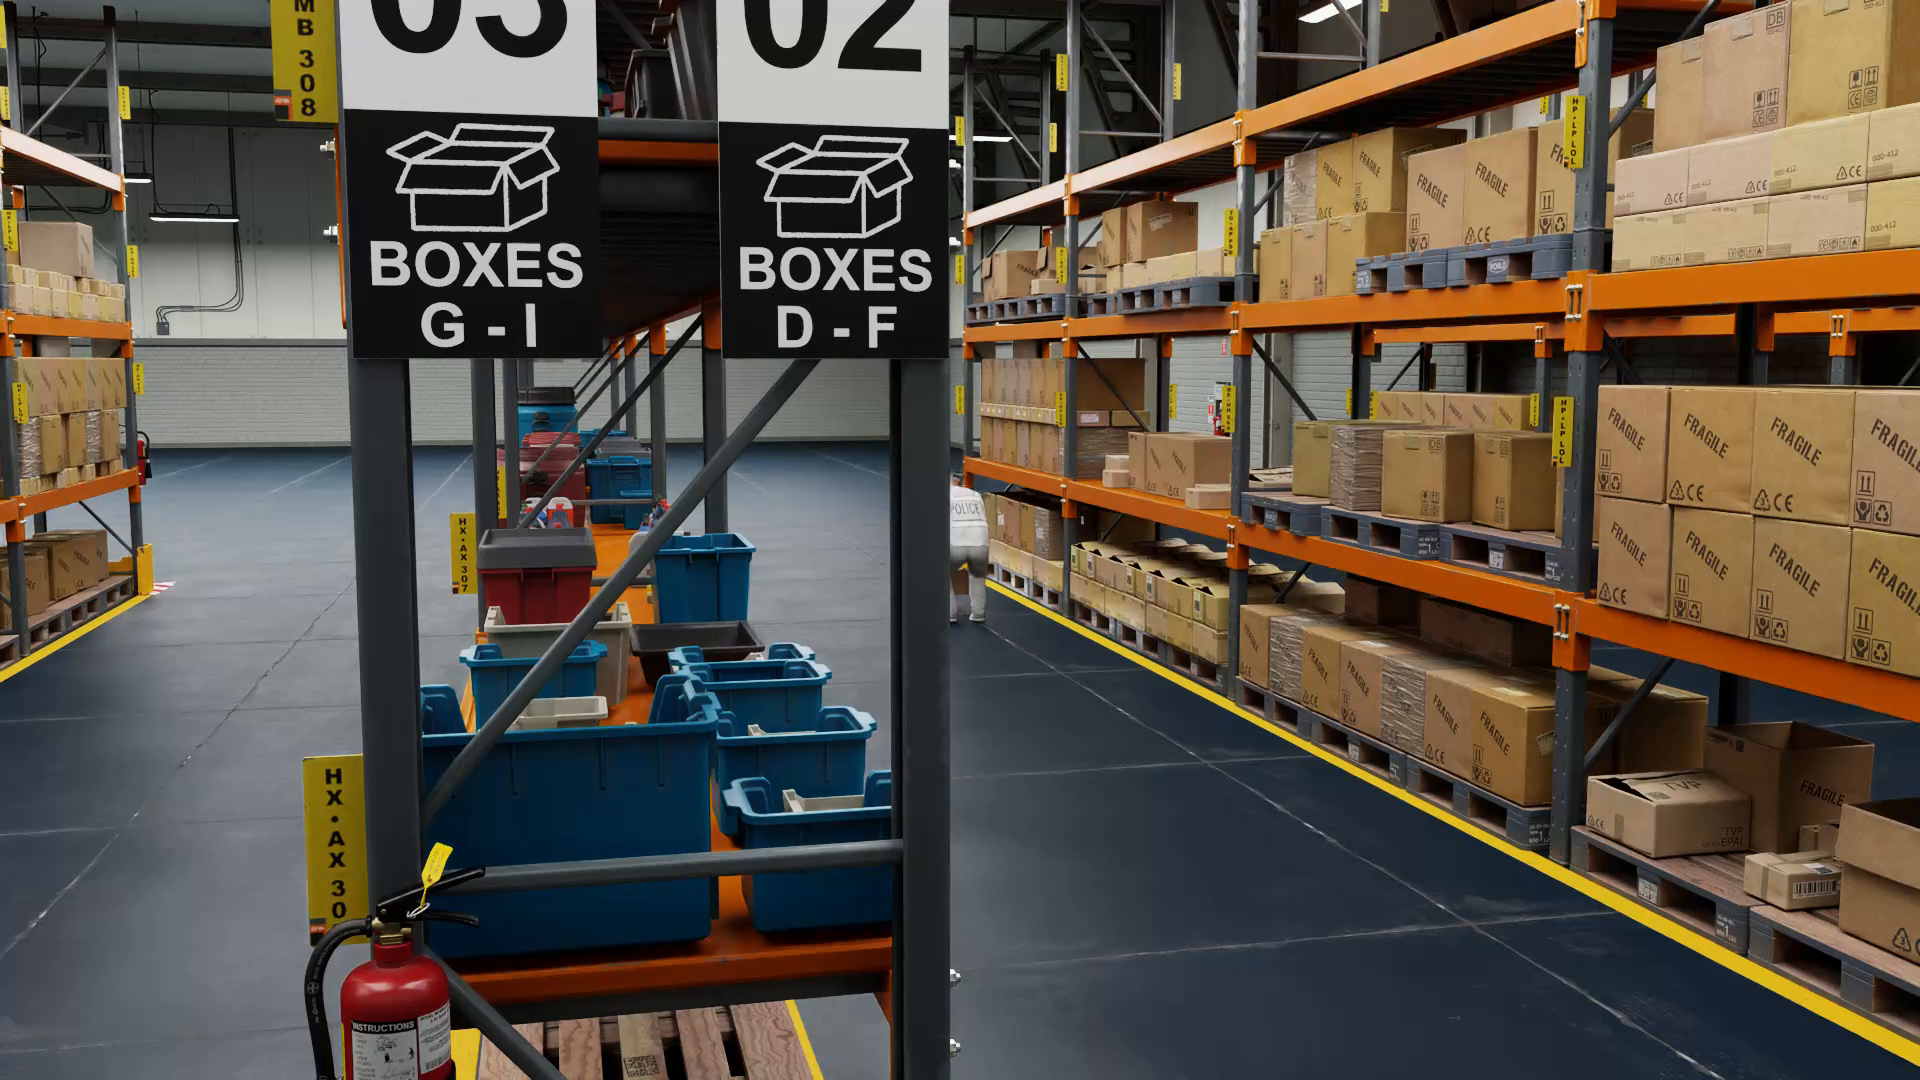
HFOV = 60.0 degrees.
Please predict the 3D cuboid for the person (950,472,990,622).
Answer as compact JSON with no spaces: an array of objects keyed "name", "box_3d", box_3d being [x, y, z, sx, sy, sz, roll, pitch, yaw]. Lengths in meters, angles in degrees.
[{"name":"person","box_3d":[-0.022,0.070,15.539,0.590,1.383,0.823,-1,6,-10]}]
